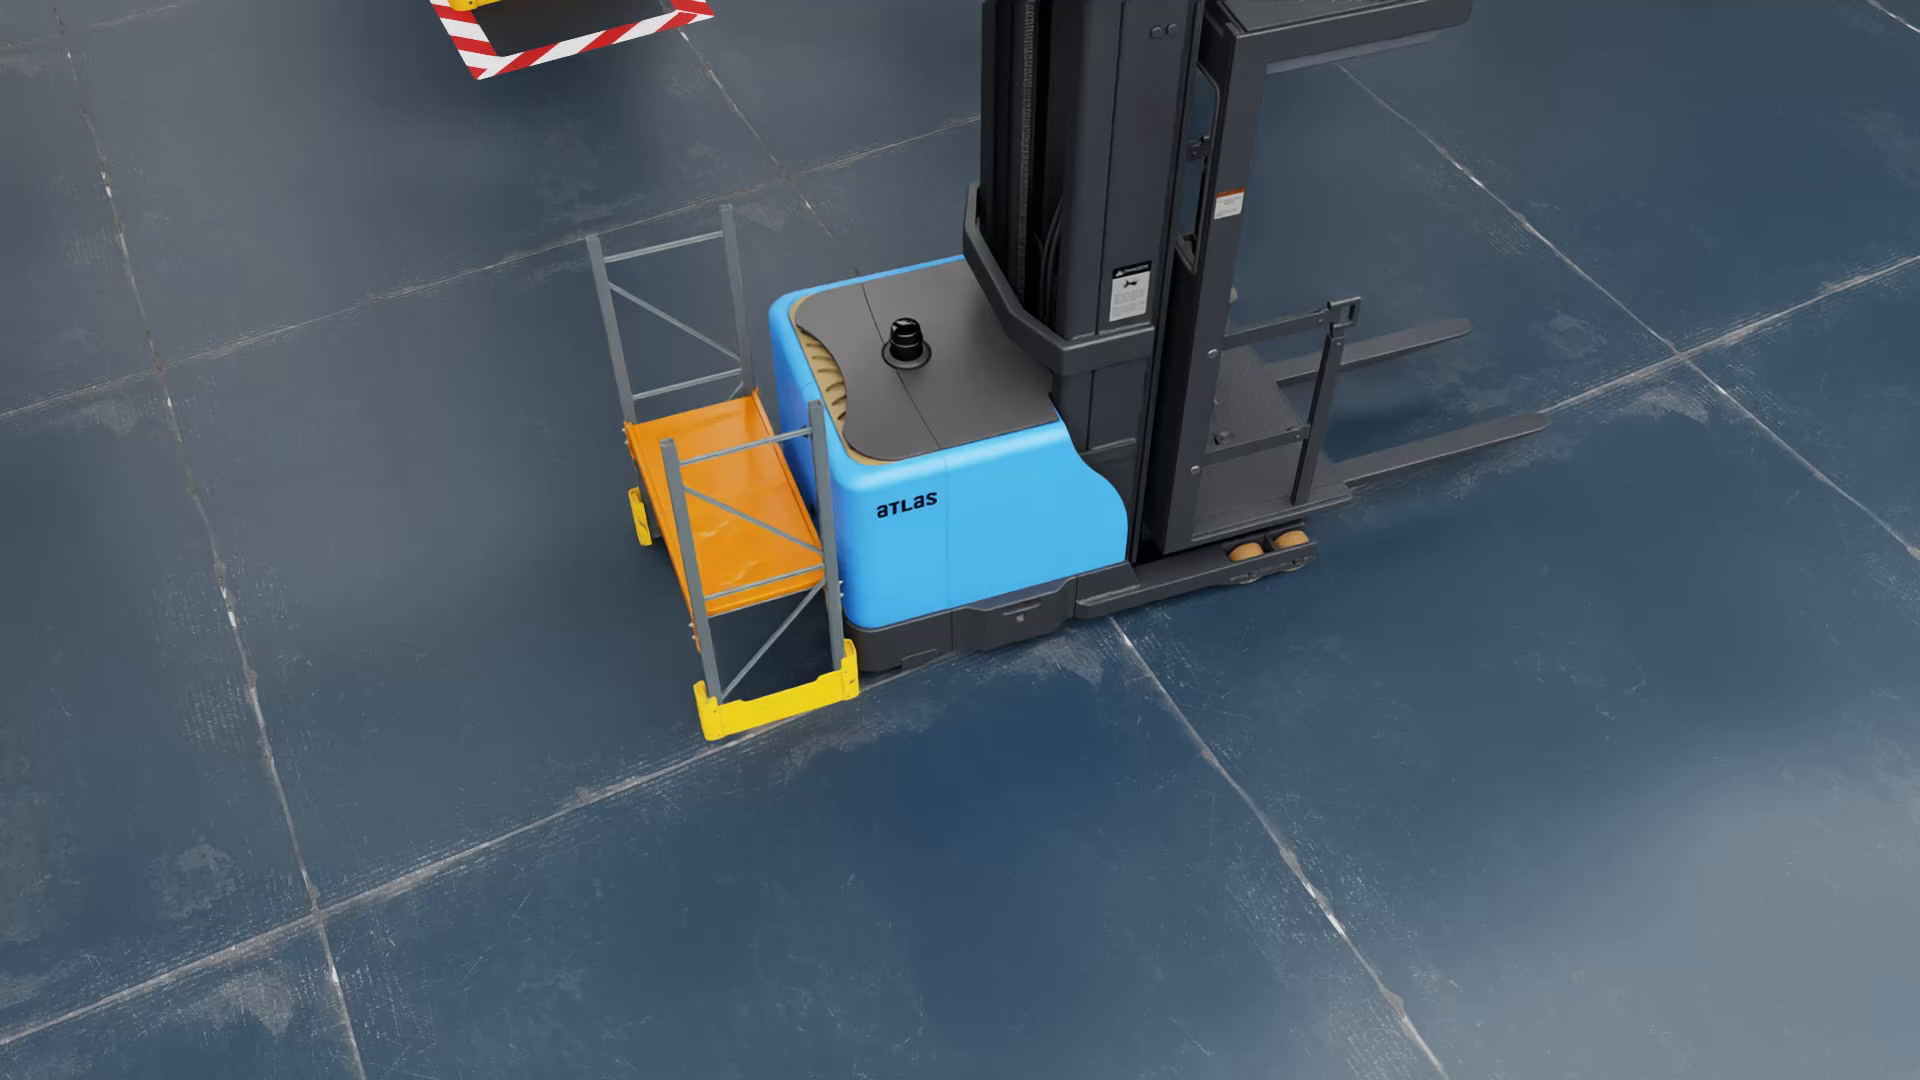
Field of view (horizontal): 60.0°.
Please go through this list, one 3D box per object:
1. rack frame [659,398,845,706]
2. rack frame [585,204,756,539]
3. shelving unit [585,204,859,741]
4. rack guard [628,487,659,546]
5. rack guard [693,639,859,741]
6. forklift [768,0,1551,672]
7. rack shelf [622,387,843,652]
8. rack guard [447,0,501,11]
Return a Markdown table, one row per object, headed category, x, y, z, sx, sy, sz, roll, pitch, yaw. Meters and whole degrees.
| category | x | y | z | sx | sy | sz | roll | pitch | yaw |
| --- | --- | --- | --- | --- | --- | --- | --- | --- | --- |
| rack frame | -0.649 | 0.143 | 5.521 | 0.500 | 1.500 | 0.032 | -16 | 51 | -13 |
| rack frame | -1.009 | -0.573 | 6.147 | 0.500 | 1.500 | 0.032 | -16 | 51 | -13 |
| shelving unit | -0.832 | -0.222 | 5.840 | 0.587 | 1.500 | 1.083 | -16 | 51 | -13 |
| rack guard | -1.008 | -0.161 | 6.617 | 0.587 | 0.250 | 0.087 | -16 | 51 | -13 |
| rack guard | -0.656 | 0.540 | 6.004 | 0.587 | 0.250 | 0.087 | -16 | 51 | -13 |
| forklift | 0.869 | -1.158 | 5.708 | 3.031 | 2.935 | 1.130 | -15 | 50 | -13 |
| rack shelf | -0.829 | -0.097 | 5.970 | 0.538 | 0.185 | 1.000 | -16 | 51 | -13 |
| rack guard | -2.349 | -3.390 | 9.275 | 1.175 | 0.500 | 0.348 | -21 | 52 | -18 |
